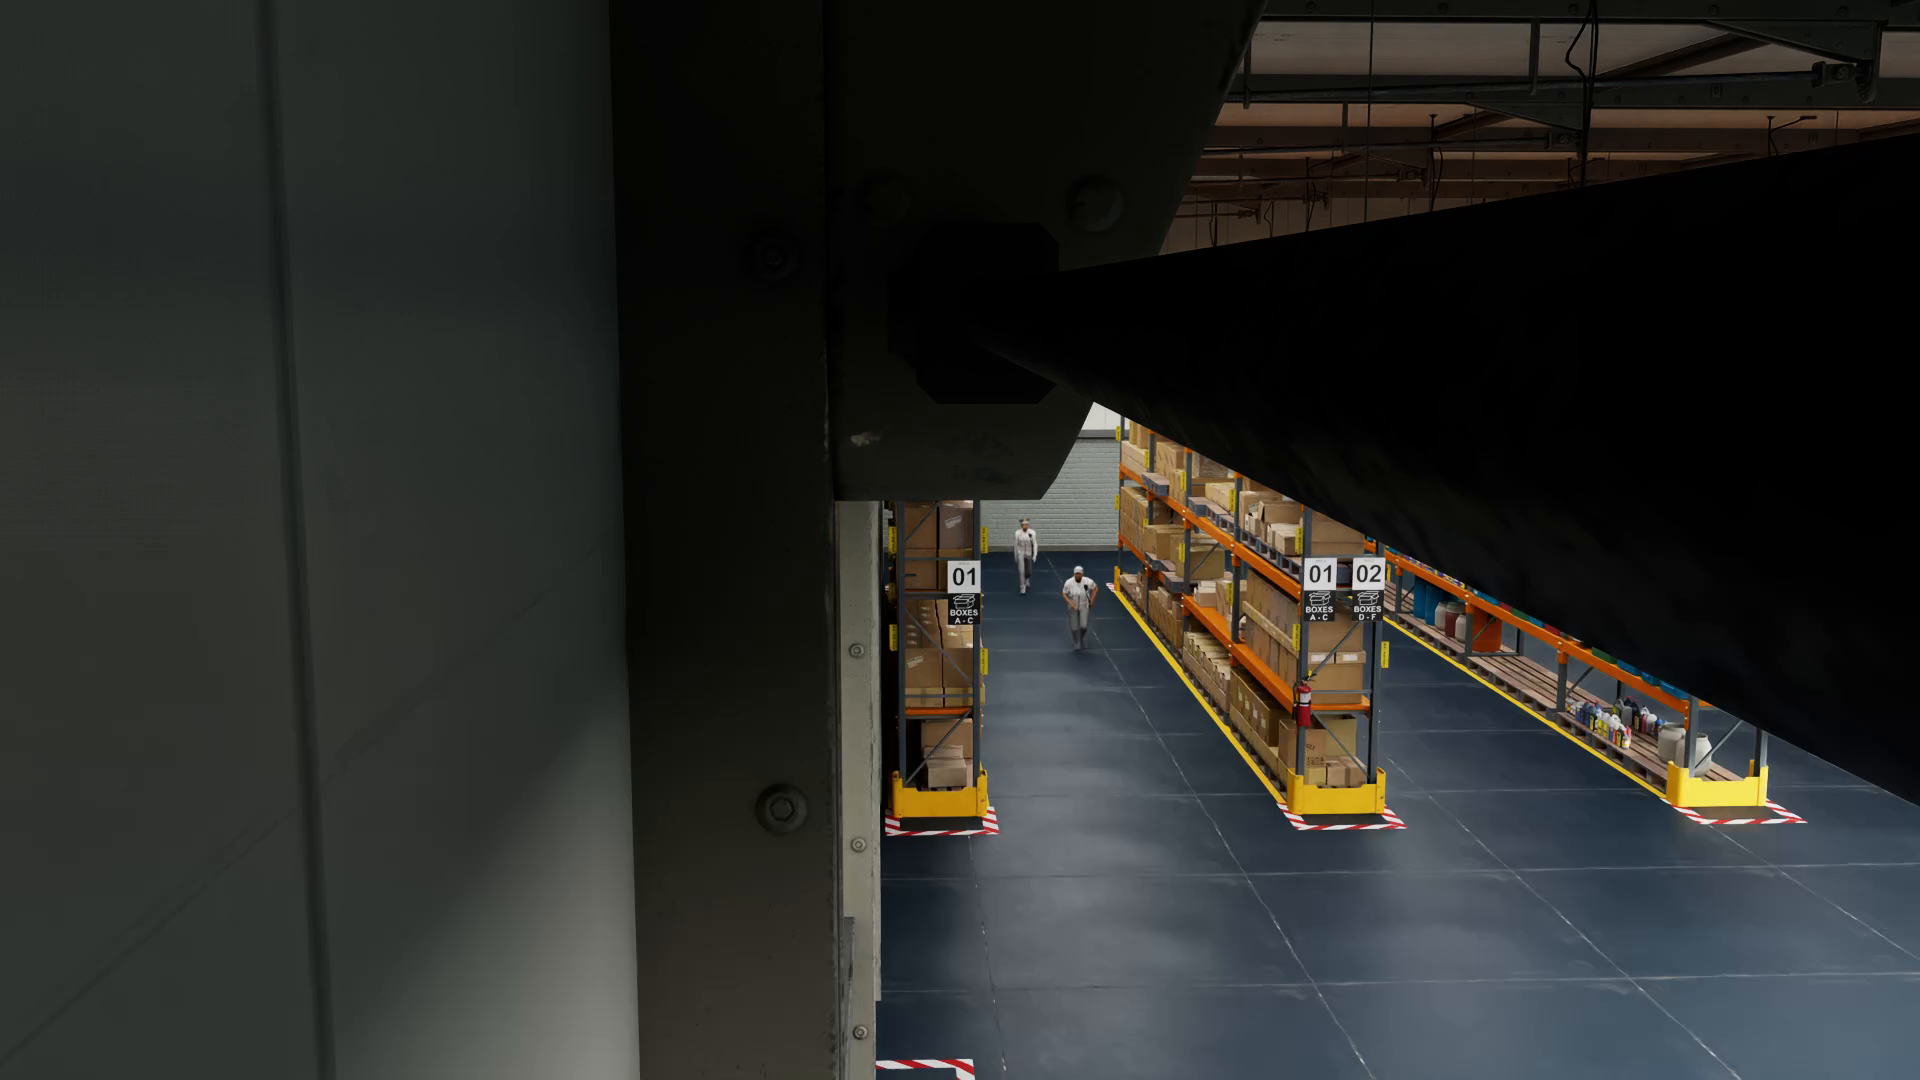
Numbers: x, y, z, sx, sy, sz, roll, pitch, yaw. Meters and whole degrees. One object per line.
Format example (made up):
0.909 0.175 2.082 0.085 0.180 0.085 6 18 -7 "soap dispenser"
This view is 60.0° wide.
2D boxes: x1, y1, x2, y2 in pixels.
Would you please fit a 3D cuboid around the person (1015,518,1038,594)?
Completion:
1.433 0.305 36.176 0.488 1.633 0.872 -1 8 -4 "person"

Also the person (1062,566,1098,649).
2.174 1.226 30.112 0.637 1.580 0.749 1 8 6 "person"
